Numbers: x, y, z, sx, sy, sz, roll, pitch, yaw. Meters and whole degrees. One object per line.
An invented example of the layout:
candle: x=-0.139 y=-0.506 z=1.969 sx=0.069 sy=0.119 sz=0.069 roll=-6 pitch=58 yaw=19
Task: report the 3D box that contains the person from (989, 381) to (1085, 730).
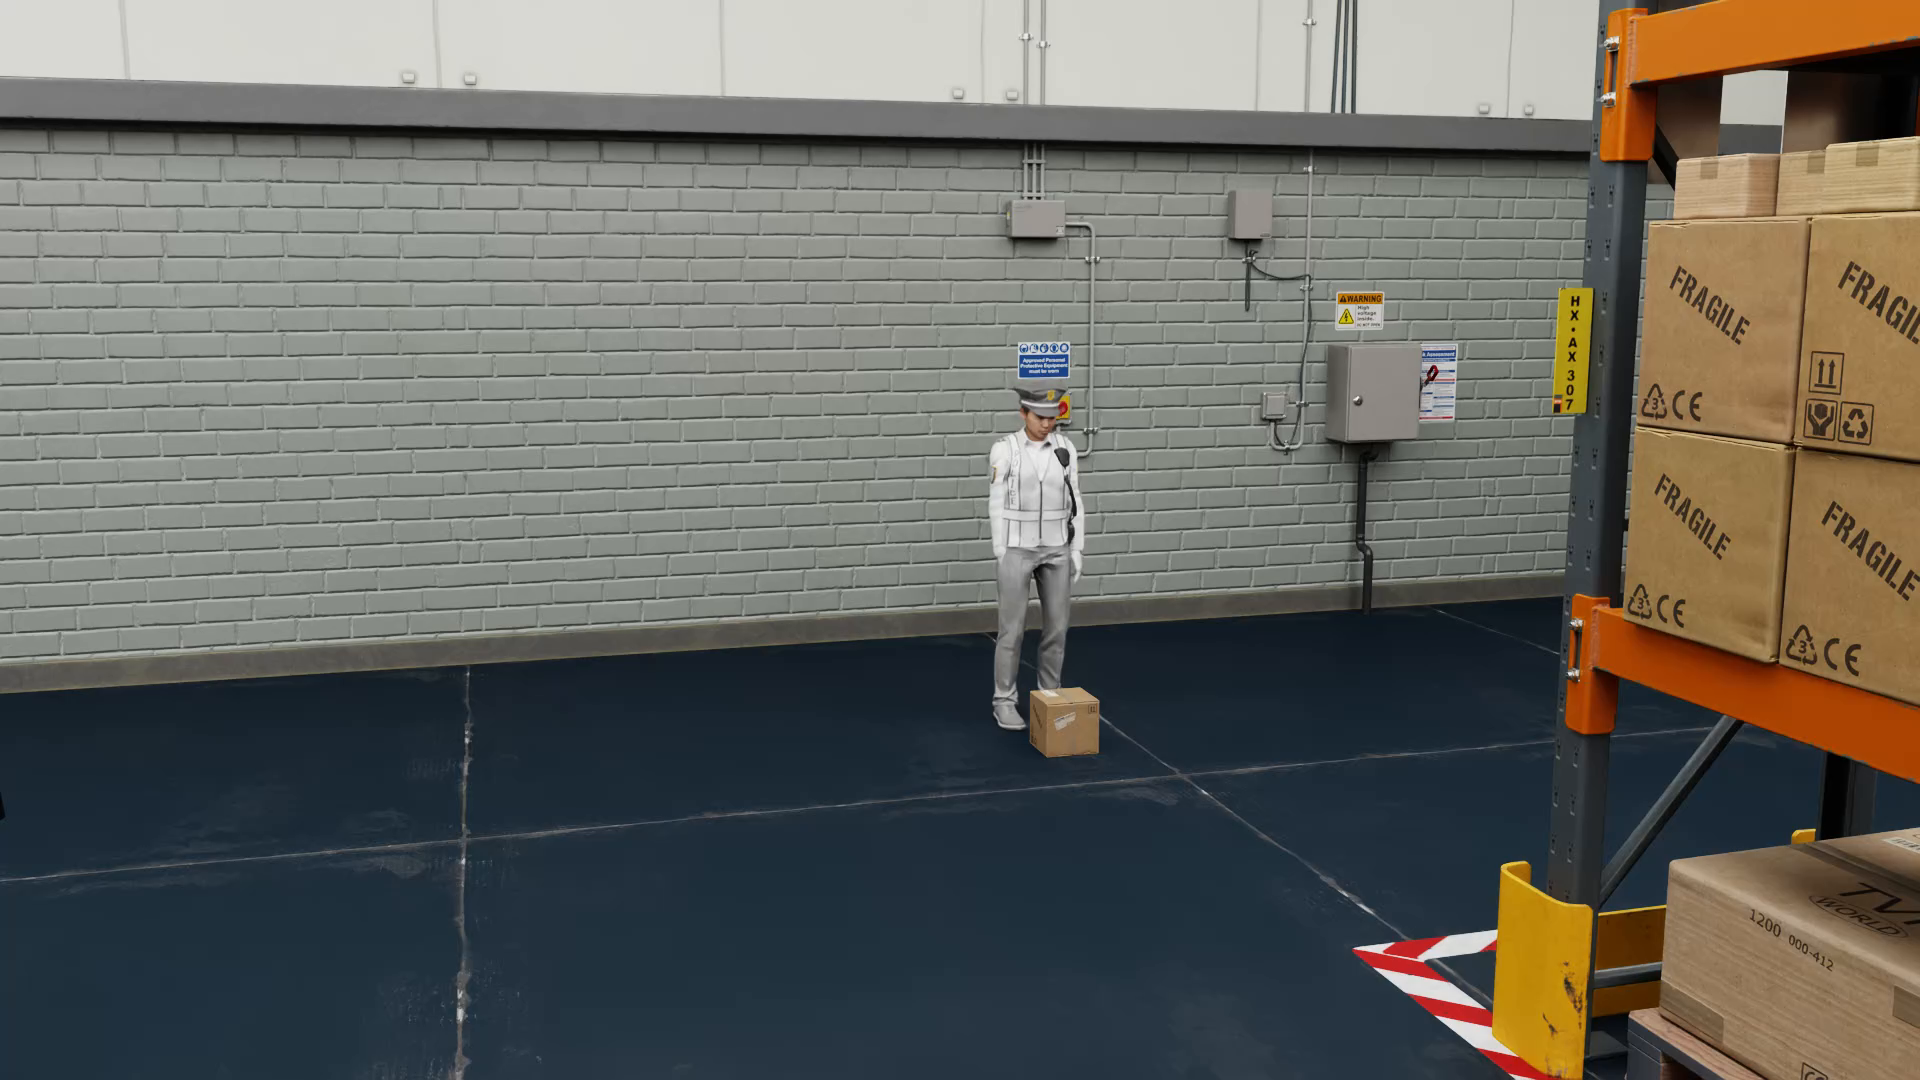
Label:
person: x=0.373 y=0.072 z=7.972 sx=0.471 sy=1.663 sz=0.321 roll=-2 pitch=10 yaw=-15
